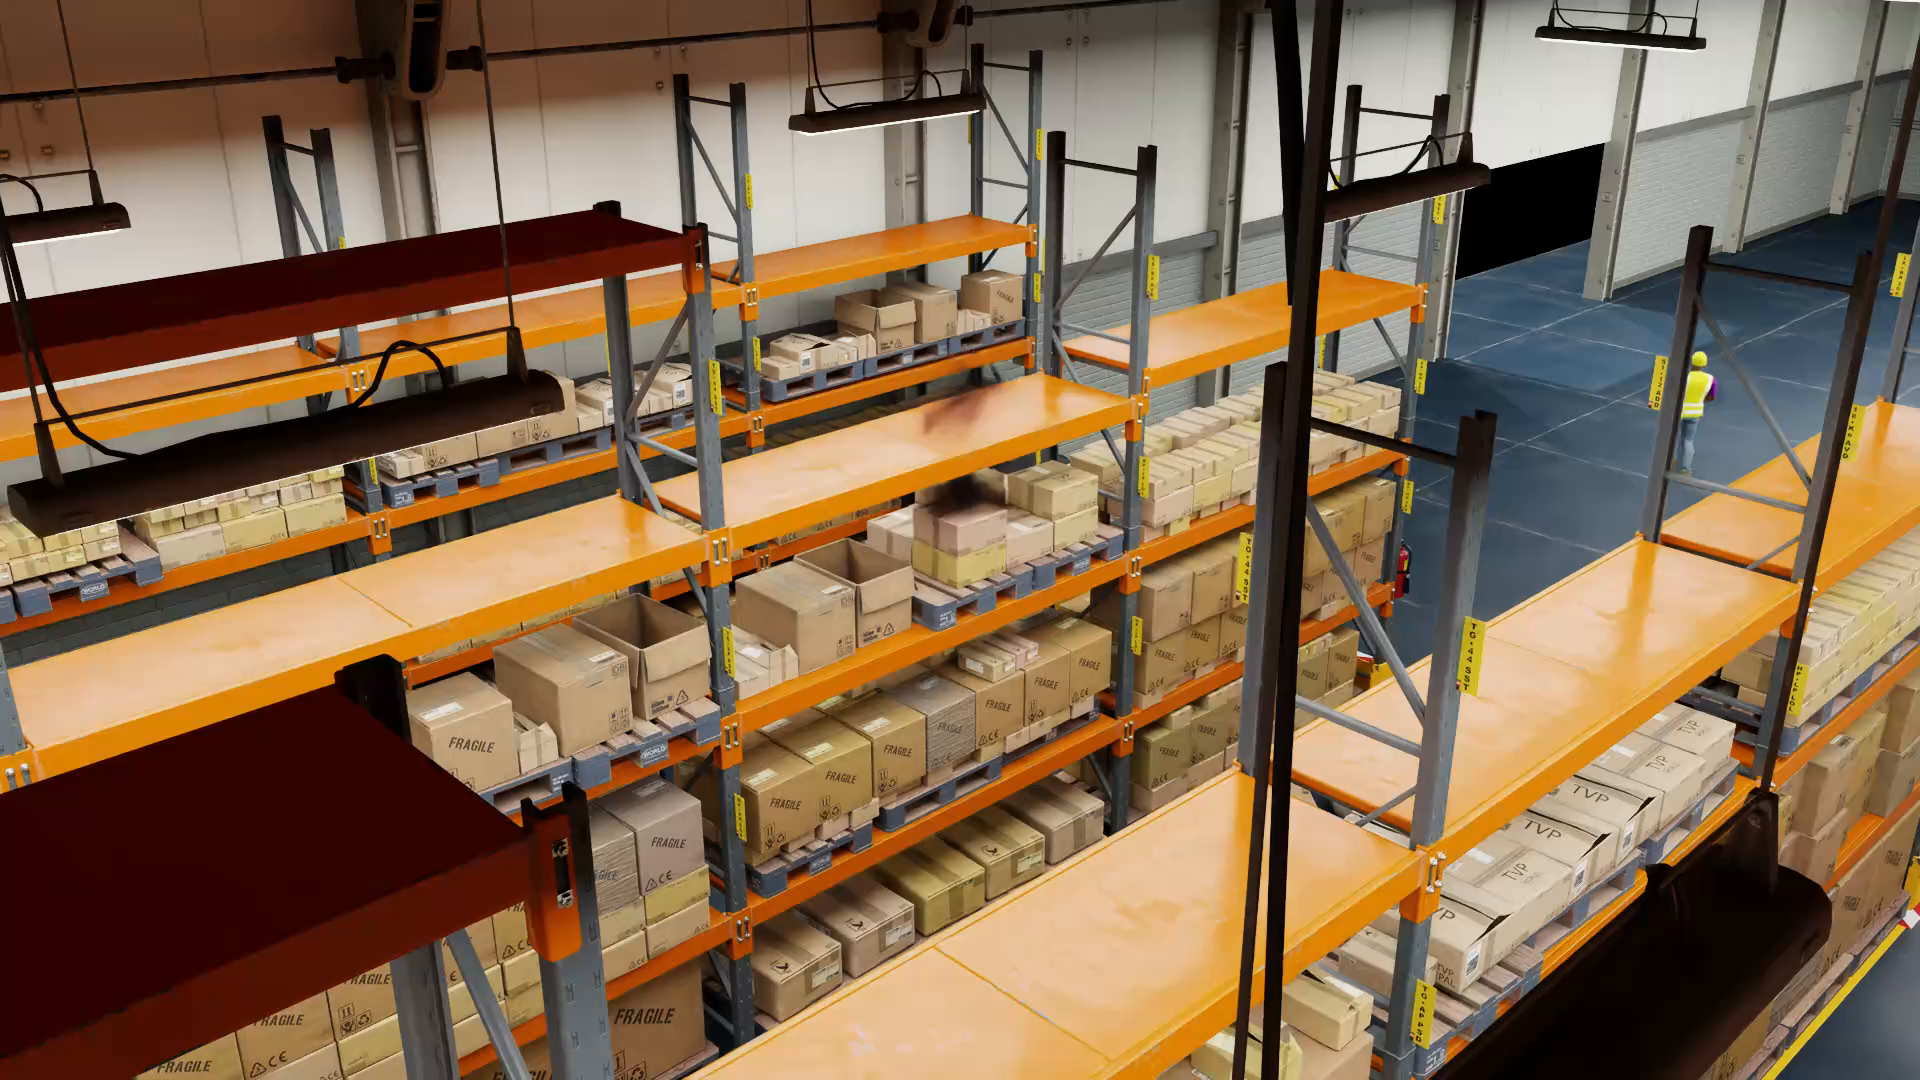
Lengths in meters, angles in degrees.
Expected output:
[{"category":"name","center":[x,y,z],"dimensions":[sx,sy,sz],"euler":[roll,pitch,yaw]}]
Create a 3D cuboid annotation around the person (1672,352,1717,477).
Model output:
[{"category":"person","center":[9.923,-1.716,22.765],"dimensions":[0.707,1.790,0.734],"euler":[3,23,7]}]
